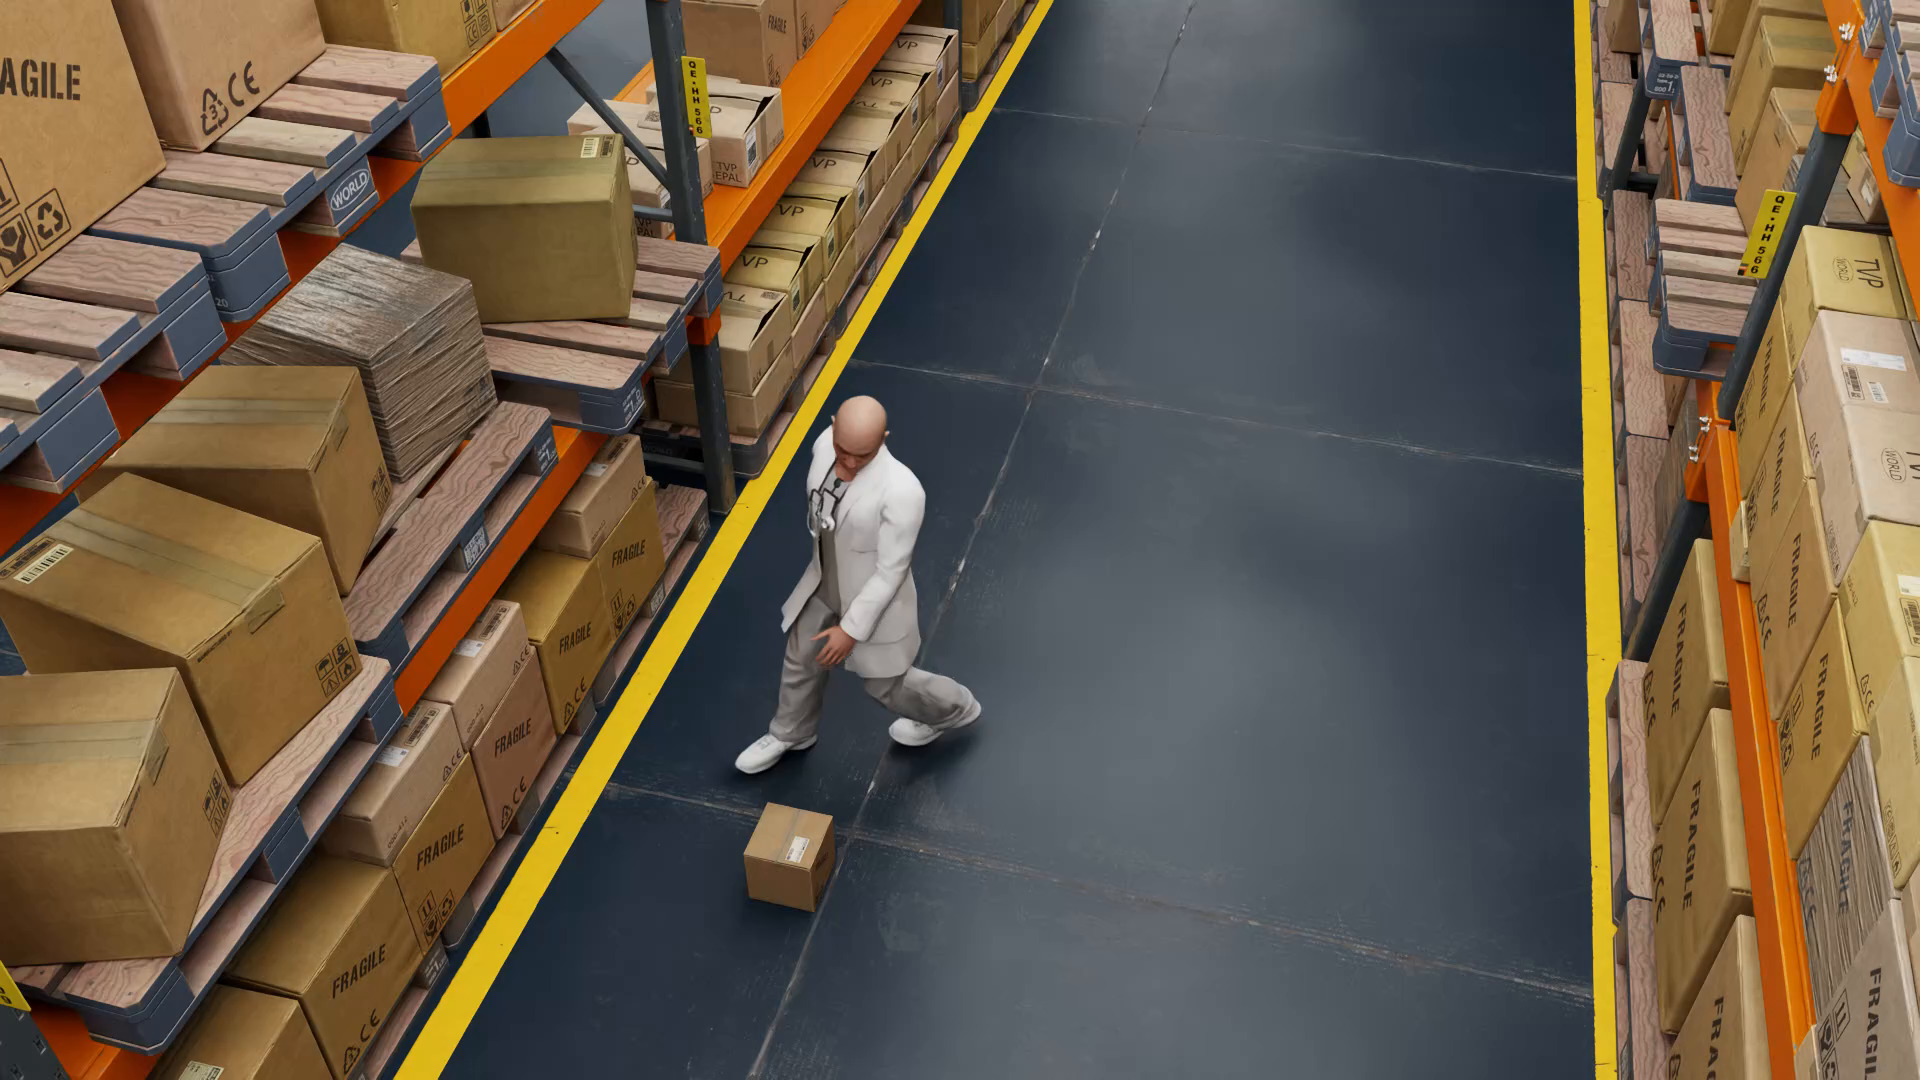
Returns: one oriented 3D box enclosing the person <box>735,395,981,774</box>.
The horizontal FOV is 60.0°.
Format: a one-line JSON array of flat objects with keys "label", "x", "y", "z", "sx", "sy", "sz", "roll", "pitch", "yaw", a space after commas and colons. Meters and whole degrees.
[{"label": "person", "x": -0.374, "y": 0.183, "z": 5.957, "sx": 0.878, "sy": 1.739, "sz": 0.588, "roll": -30, "pitch": 49, "yaw": -31}]
